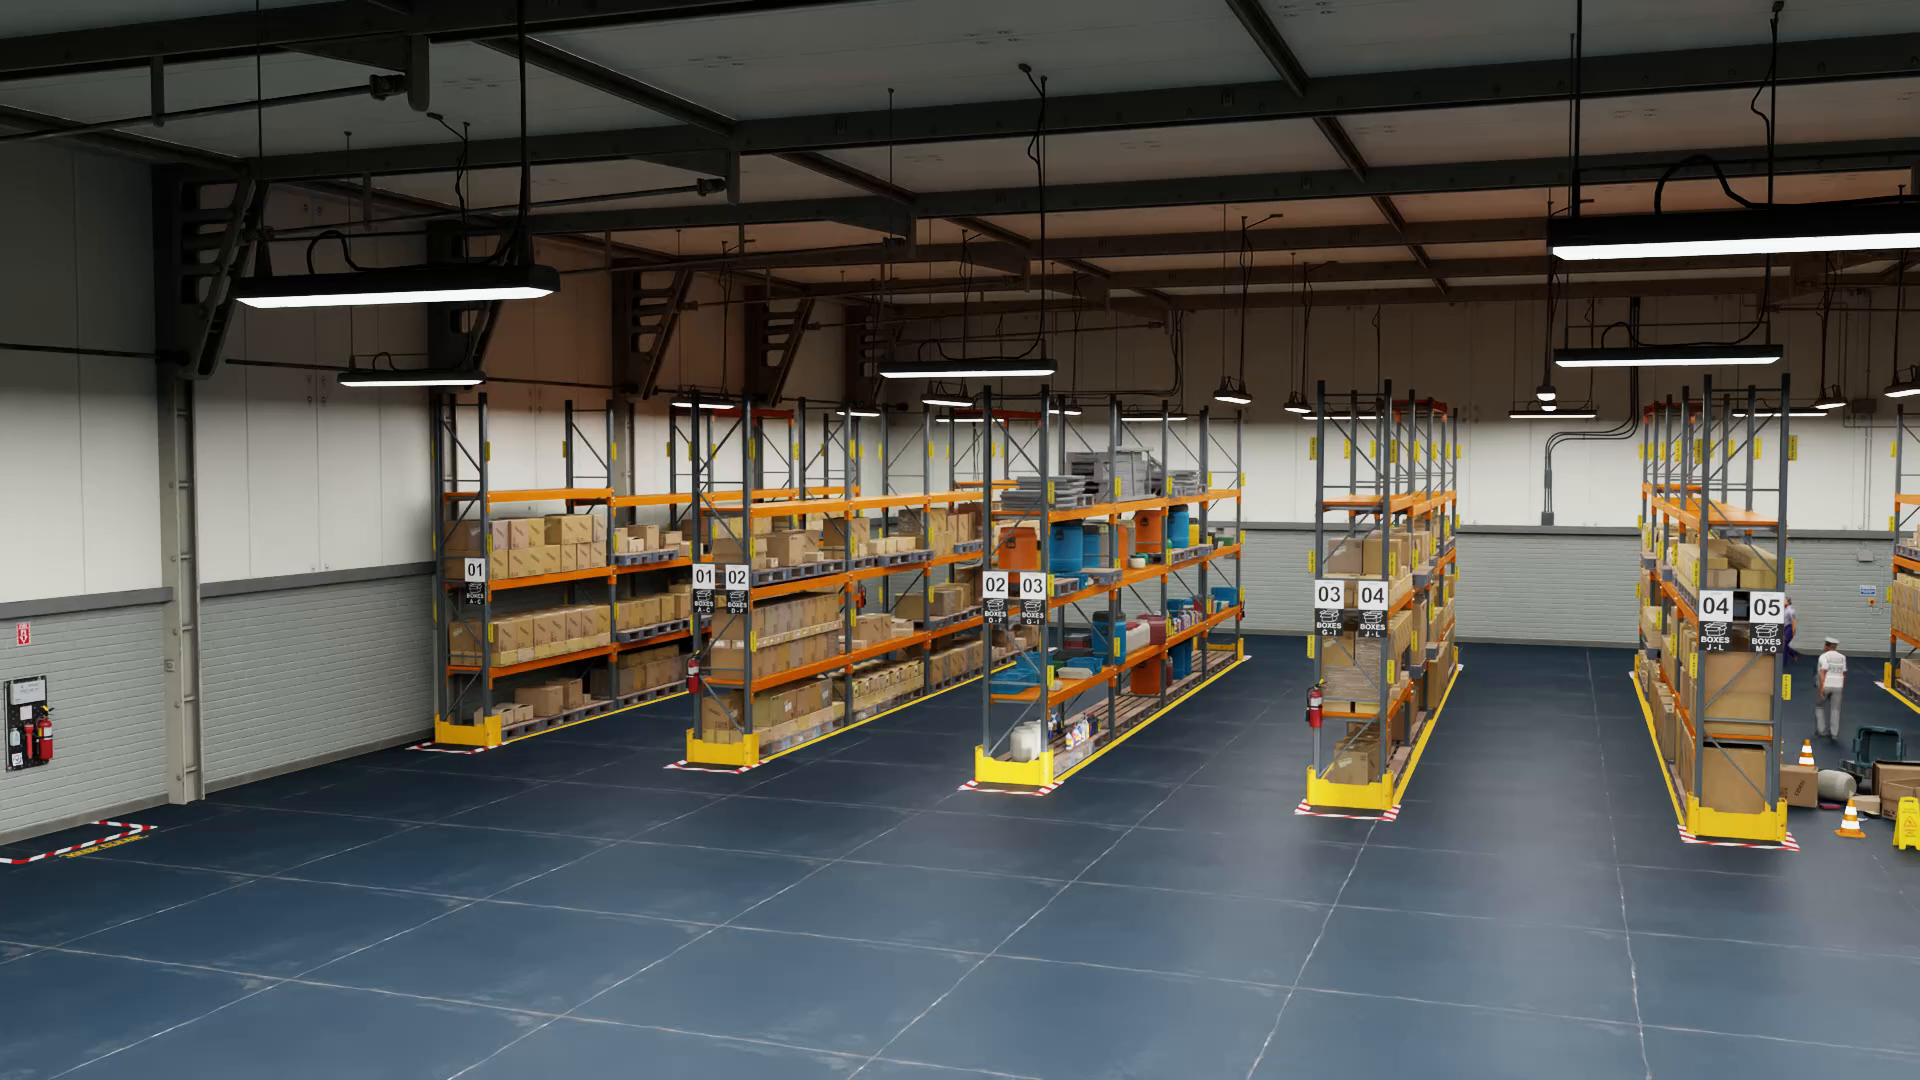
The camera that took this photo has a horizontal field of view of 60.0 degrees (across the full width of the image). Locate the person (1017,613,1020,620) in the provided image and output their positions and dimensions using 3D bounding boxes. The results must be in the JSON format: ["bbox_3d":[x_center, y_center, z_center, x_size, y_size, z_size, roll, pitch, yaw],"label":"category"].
[{"bbox_3d":[1.636,1.842,43.537,0.490,1.651,0.510,2,3,27],"label":"person"}]

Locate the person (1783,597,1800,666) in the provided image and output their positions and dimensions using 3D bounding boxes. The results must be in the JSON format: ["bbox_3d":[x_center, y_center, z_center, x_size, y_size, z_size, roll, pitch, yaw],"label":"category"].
[{"bbox_3d":[19.260,2.117,38.660,0.776,1.615,0.481,-1,3,-10],"label":"person"}]

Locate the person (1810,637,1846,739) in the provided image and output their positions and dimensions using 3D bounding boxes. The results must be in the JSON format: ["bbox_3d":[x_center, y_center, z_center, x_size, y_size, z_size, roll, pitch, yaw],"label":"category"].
[{"bbox_3d":[15.155,2.614,28.931,0.540,1.825,0.599,1,3,13],"label":"person"}]
